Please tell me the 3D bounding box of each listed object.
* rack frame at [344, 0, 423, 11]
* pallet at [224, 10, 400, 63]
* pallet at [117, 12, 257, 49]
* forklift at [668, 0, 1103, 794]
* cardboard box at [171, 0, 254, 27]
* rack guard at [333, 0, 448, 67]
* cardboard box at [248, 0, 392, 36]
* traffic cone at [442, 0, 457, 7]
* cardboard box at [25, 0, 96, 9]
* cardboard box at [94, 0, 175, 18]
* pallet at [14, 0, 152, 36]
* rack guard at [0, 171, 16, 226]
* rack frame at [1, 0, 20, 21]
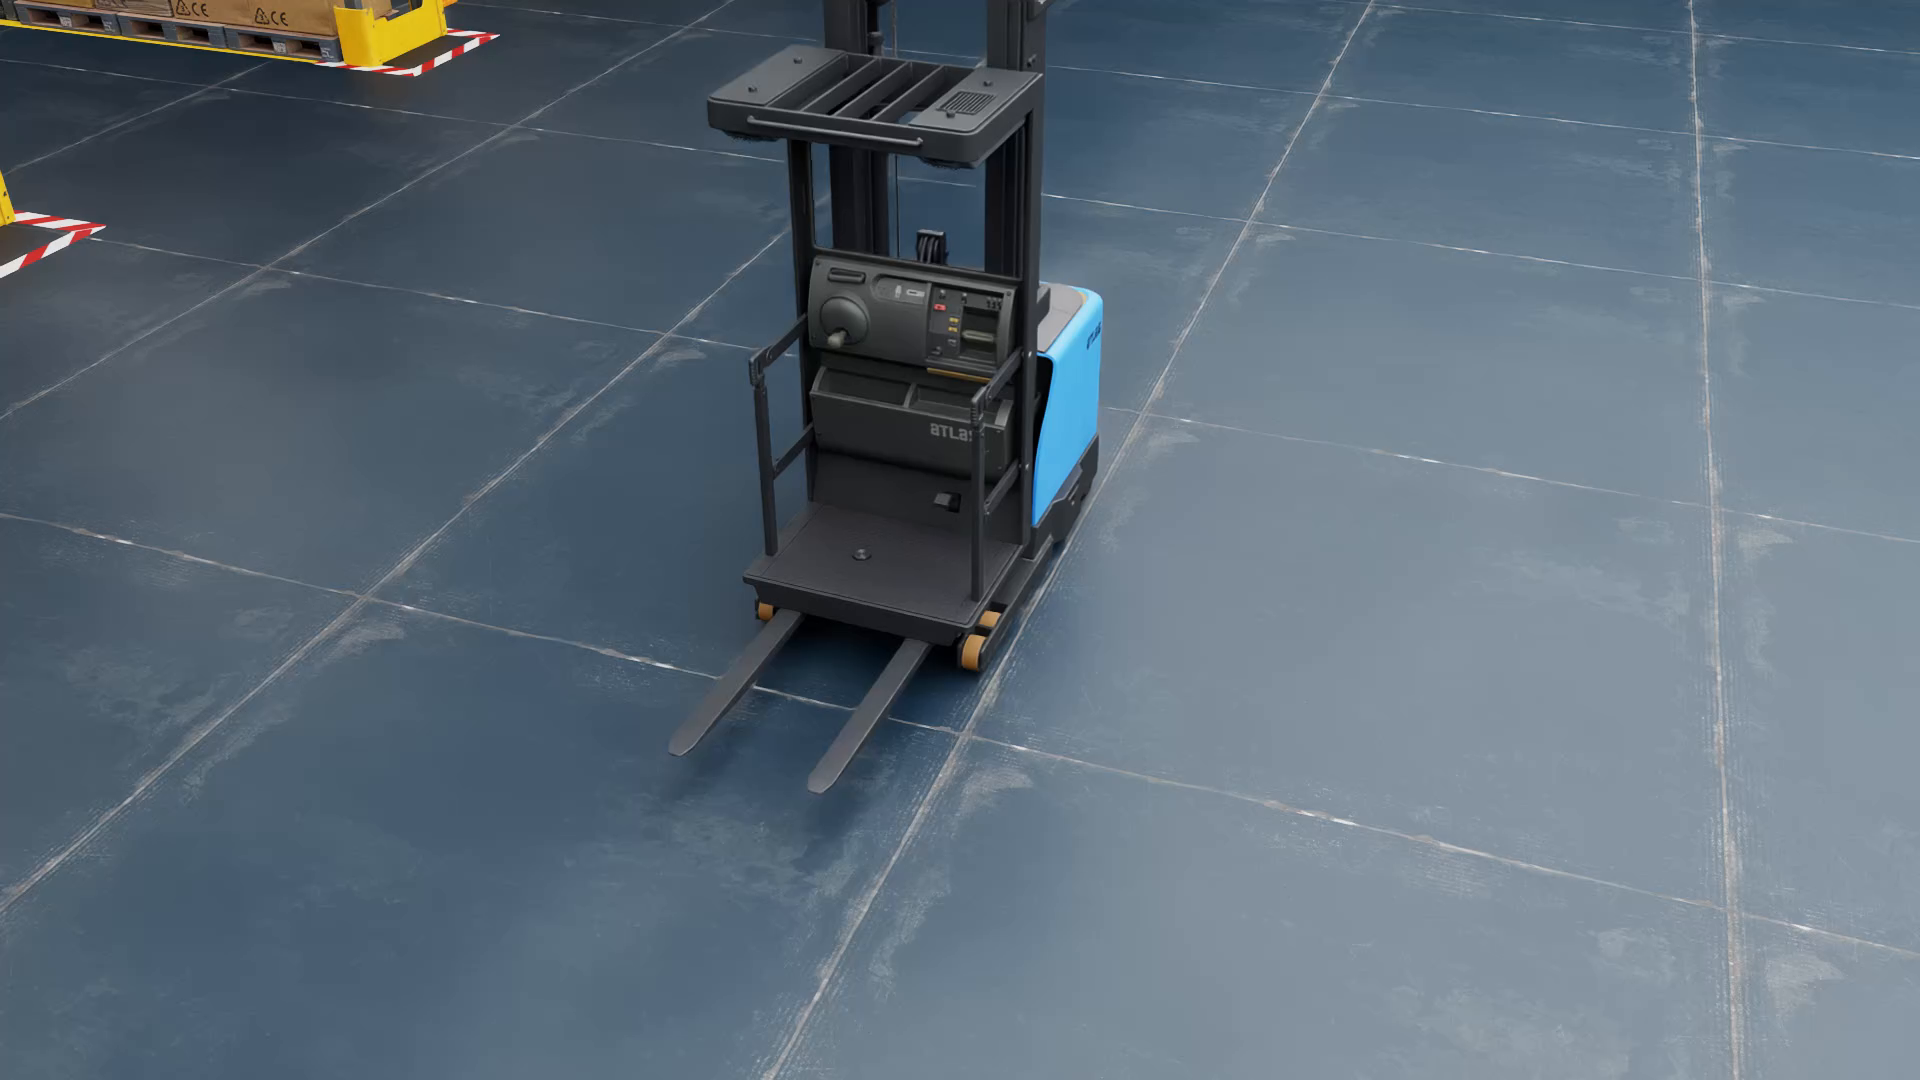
[{"bbox_3d":[-5.176,-5.772,14.425,0.127,3.000,1.000,11,34,16],"label":"rack frame"},{"bbox_3d":[-5.955,-4.707,15.346,1.213,0.211,1.003,11,34,16],"label":"pallet"},{"bbox_3d":[-7.100,-4.931,15.693,1.213,0.211,1.003,11,34,16],"label":"pallet"},{"bbox_3d":[-0.291,-0.907,6.952,1.130,2.935,3.031,12,35,18],"label":"forklift"},{"bbox_3d":[-6.666,-5.306,15.275,0.875,0.875,0.875,10,34,16],"label":"cardboard box"},{"bbox_3d":[-5.153,-4.718,15.096,0.348,0.500,1.175,11,34,16],"label":"rack guard"},{"bbox_3d":[-5.837,-5.146,15.027,0.875,0.875,0.875,11,35,17],"label":"cardboard box"},{"bbox_3d":[-5.197,-5.529,16.387,0.334,0.463,0.336,11,34,16],"label":"traffic cone"},{"bbox_3d":[-8.373,-5.637,15.787,0.875,0.875,0.875,12,35,17],"label":"cardboard box"},{"bbox_3d":[-7.523,-5.474,15.535,0.875,0.875,0.875,11,35,17],"label":"cardboard box"},{"bbox_3d":[-8.252,-5.154,16.038,1.213,0.211,1.003,11,34,16],"label":"pallet"},{"bbox_3d":[-7.016,-2.222,11.230,0.348,0.500,1.175,11,34,16],"label":"rack guard"},{"bbox_3d":[-8.941,-6.504,15.559,0.127,3.000,1.000,11,34,16],"label":"rack frame"}]
